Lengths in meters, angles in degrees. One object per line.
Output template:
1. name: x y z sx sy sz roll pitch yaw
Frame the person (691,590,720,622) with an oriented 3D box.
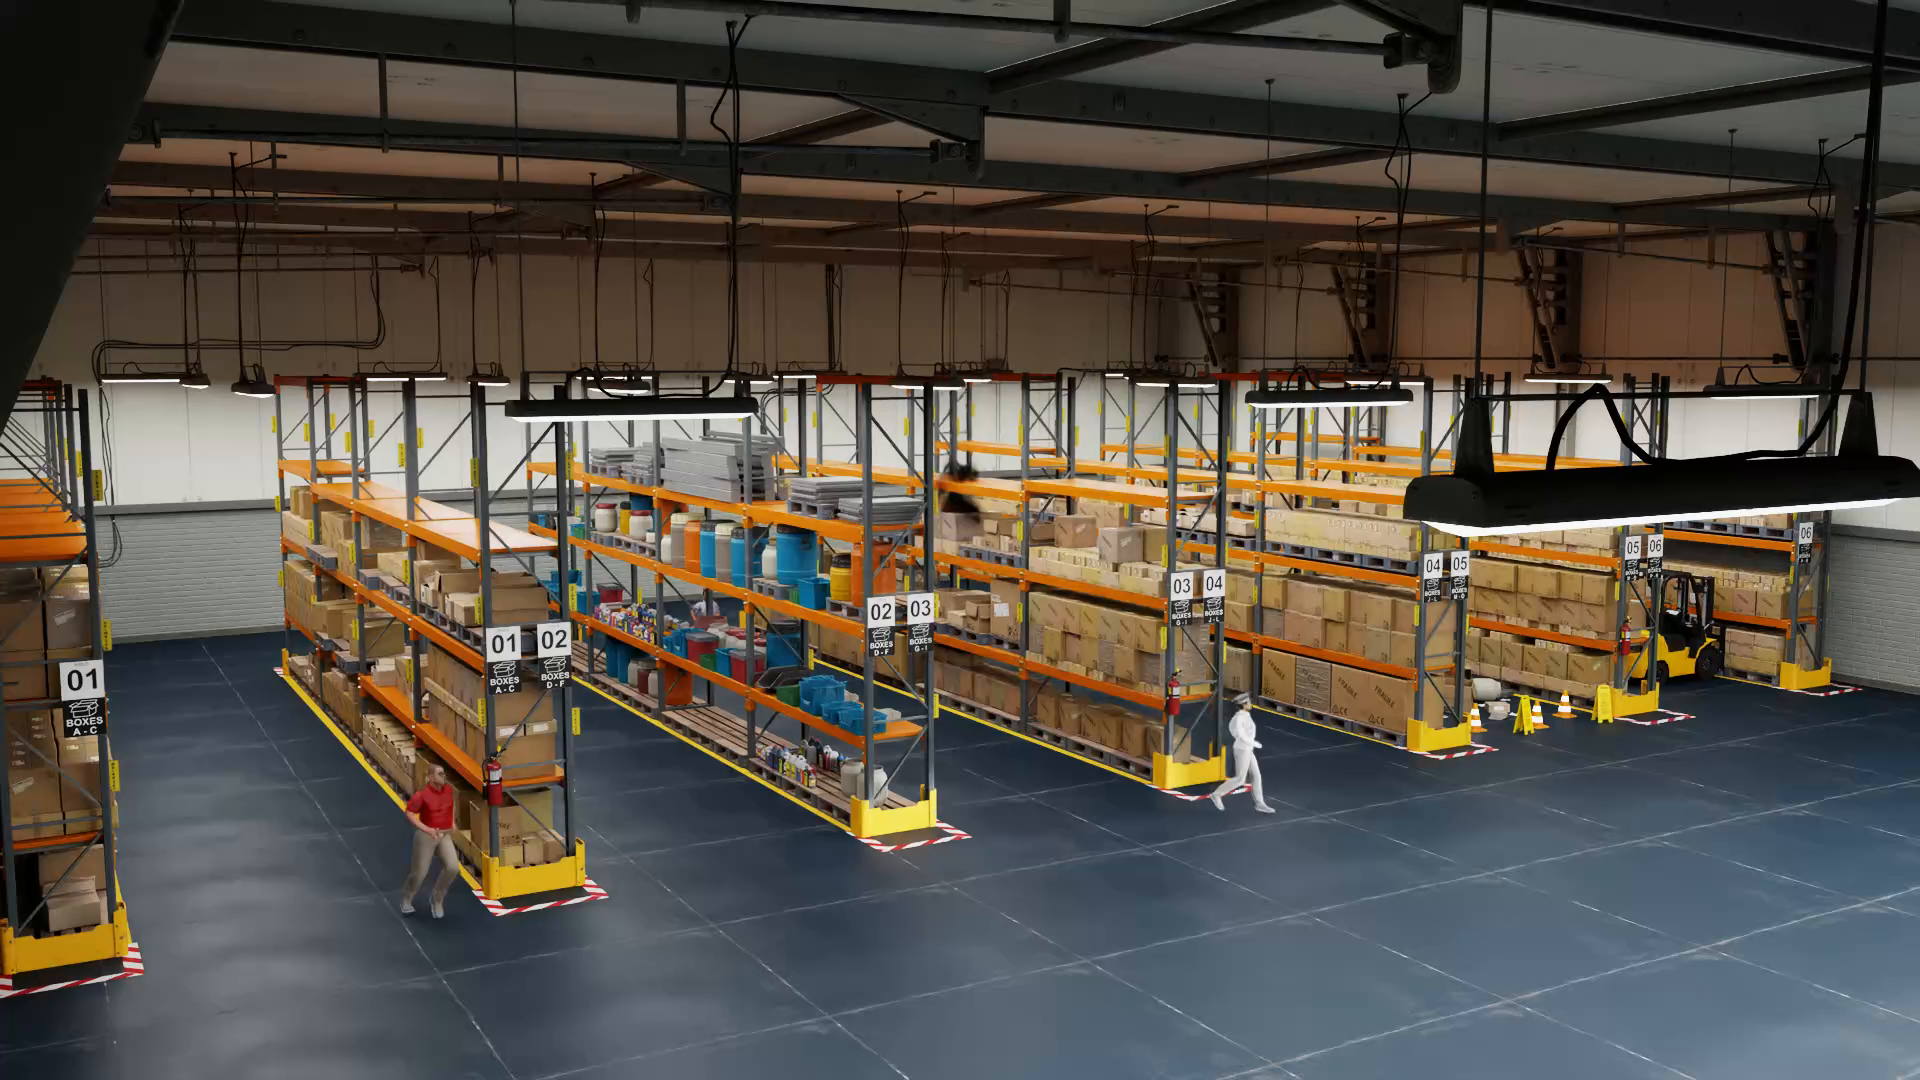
1. person: -5.160 1.826 33.893 0.613 1.633 0.726 -4 8 -35

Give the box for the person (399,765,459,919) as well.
1. person: -6.003 3.433 19.006 0.676 1.739 0.724 5 8 38

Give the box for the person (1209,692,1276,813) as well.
1. person: 3.968 2.953 23.246 0.916 1.656 0.669 1 6 11
